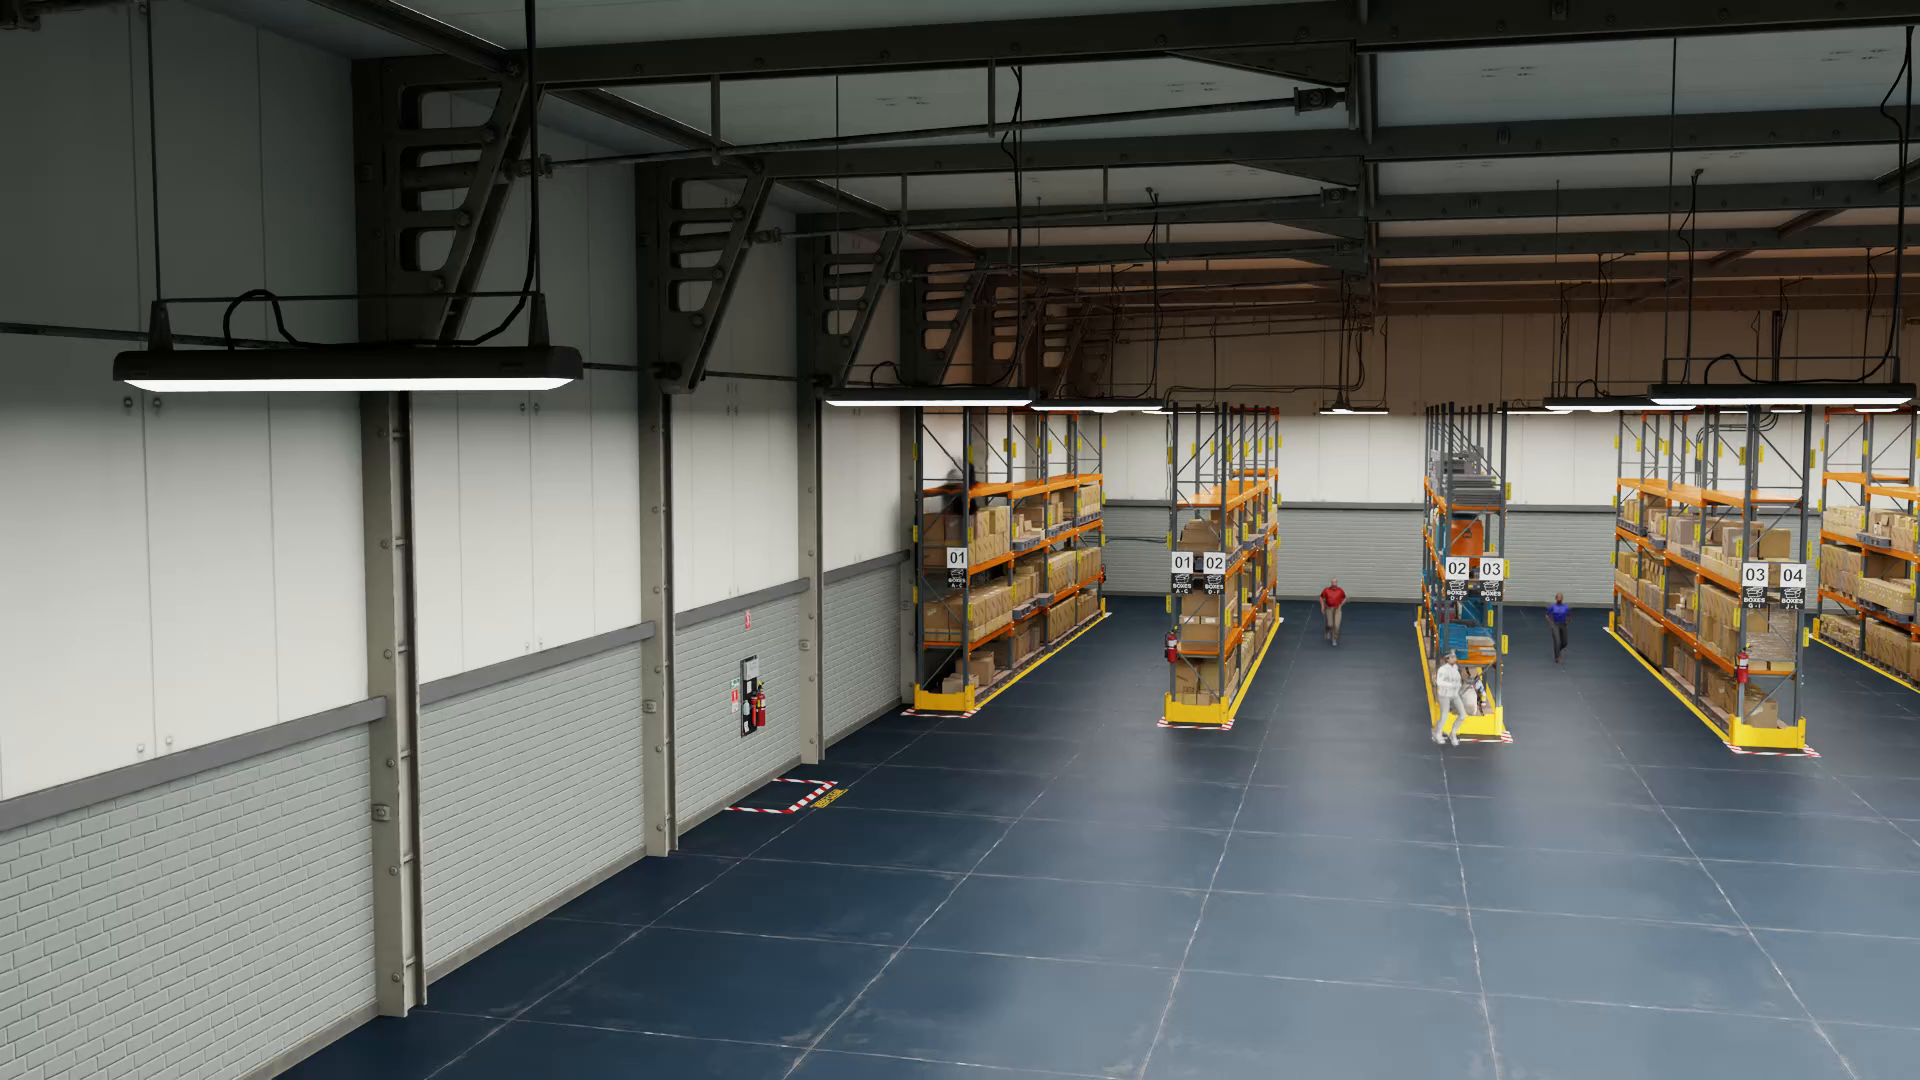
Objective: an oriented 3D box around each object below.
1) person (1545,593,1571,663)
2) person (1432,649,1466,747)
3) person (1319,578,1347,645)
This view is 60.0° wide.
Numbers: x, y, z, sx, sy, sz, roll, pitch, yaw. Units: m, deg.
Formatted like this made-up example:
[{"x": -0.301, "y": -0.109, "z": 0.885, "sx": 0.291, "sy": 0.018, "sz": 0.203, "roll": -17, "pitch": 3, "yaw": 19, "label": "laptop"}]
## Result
[{"x": 13.992, "y": 2.045, "z": 38.909, "sx": 0.580, "sy": 1.607, "sz": 0.687, "roll": 0, "pitch": 4, "yaw": 6, "label": "person"}, {"x": 8.536, "y": 2.751, "z": 28.933, "sx": 0.622, "sy": 1.717, "sz": 0.666, "roll": -2, "pitch": 5, "yaw": -29, "label": "person"}, {"x": 9.407, "y": 1.797, "z": 41.890, "sx": 0.663, "sy": 1.685, "sz": 0.598, "roll": 0, "pitch": 4, "yaw": 5, "label": "person"}]
